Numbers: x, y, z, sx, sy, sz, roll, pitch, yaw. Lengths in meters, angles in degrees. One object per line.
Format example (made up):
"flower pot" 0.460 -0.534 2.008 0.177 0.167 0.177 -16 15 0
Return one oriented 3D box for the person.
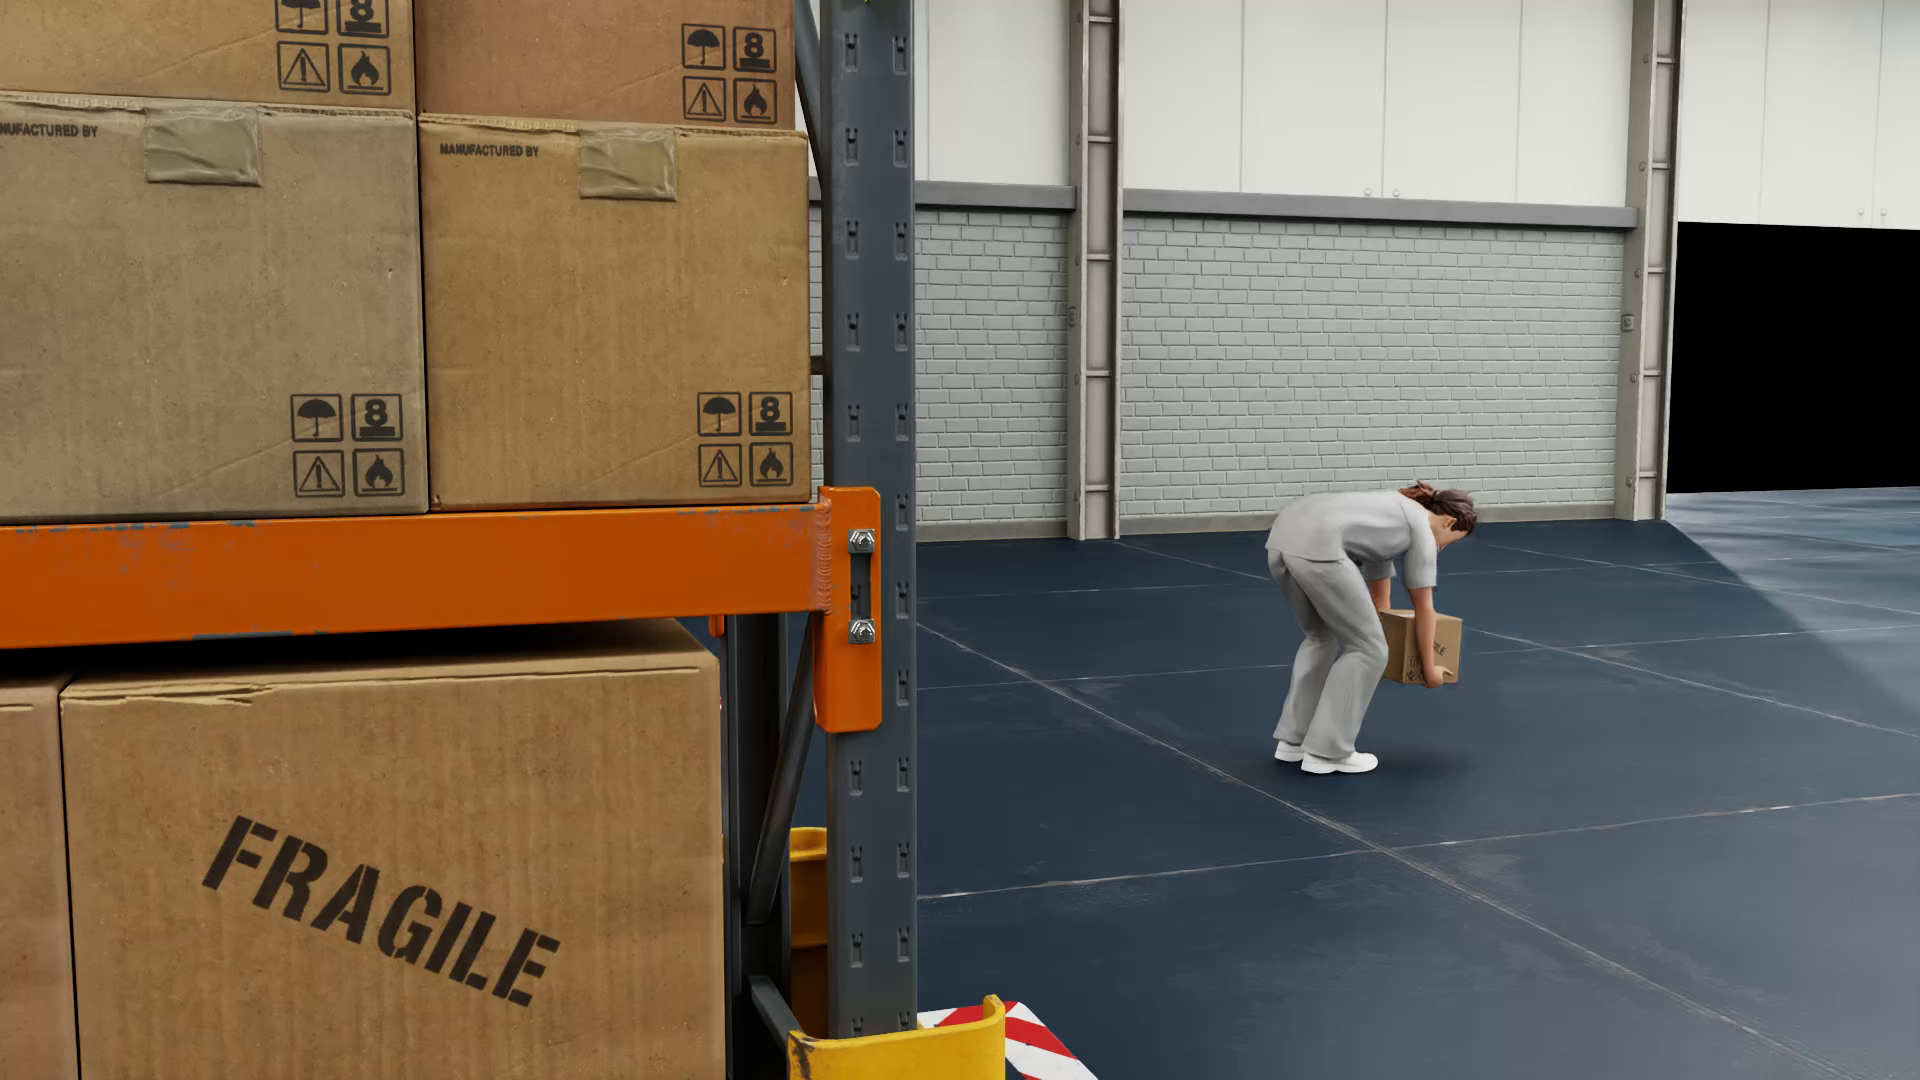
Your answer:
"person" 1.586 0.323 6.369 0.873 1.067 0.429 -2 6 -21
